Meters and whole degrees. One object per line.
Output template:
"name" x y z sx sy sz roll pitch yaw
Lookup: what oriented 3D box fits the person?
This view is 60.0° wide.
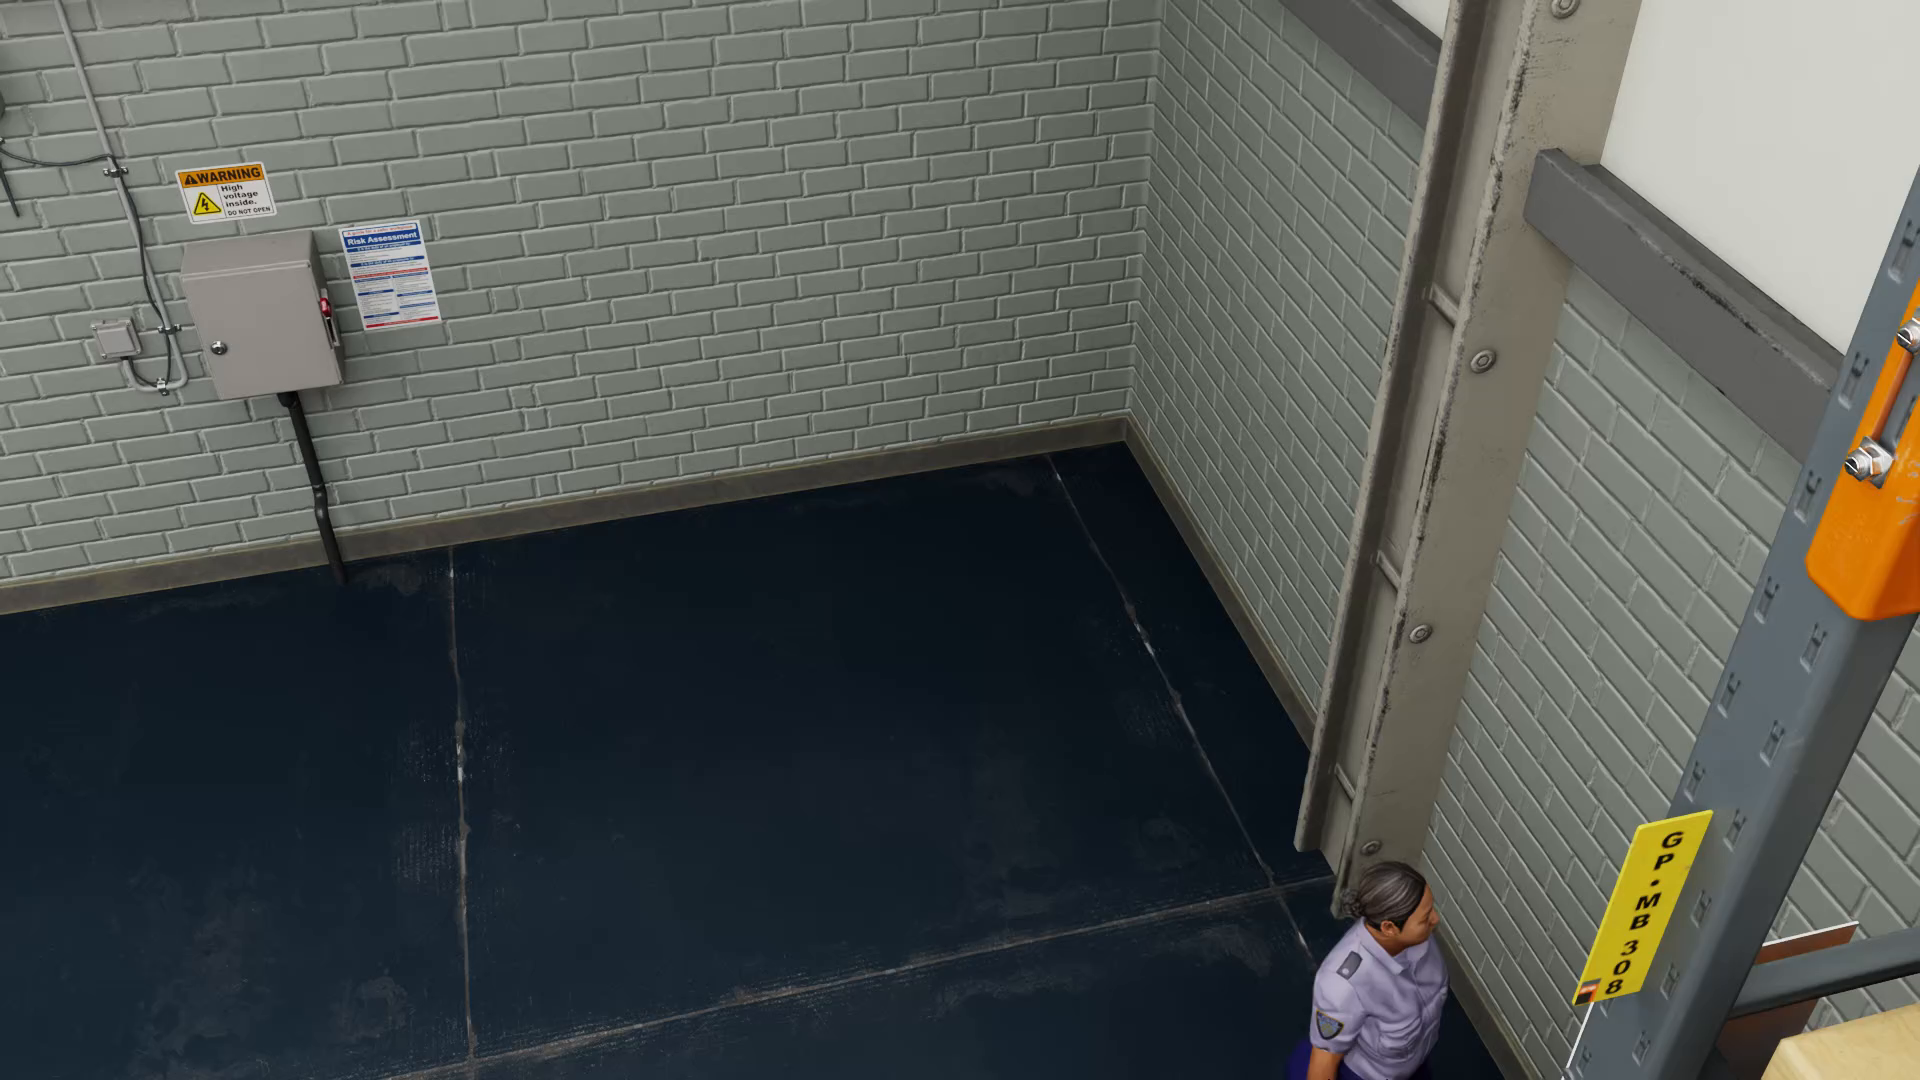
"person" 1.132 1.505 4.794 0.499 1.633 0.507 30 47 32
